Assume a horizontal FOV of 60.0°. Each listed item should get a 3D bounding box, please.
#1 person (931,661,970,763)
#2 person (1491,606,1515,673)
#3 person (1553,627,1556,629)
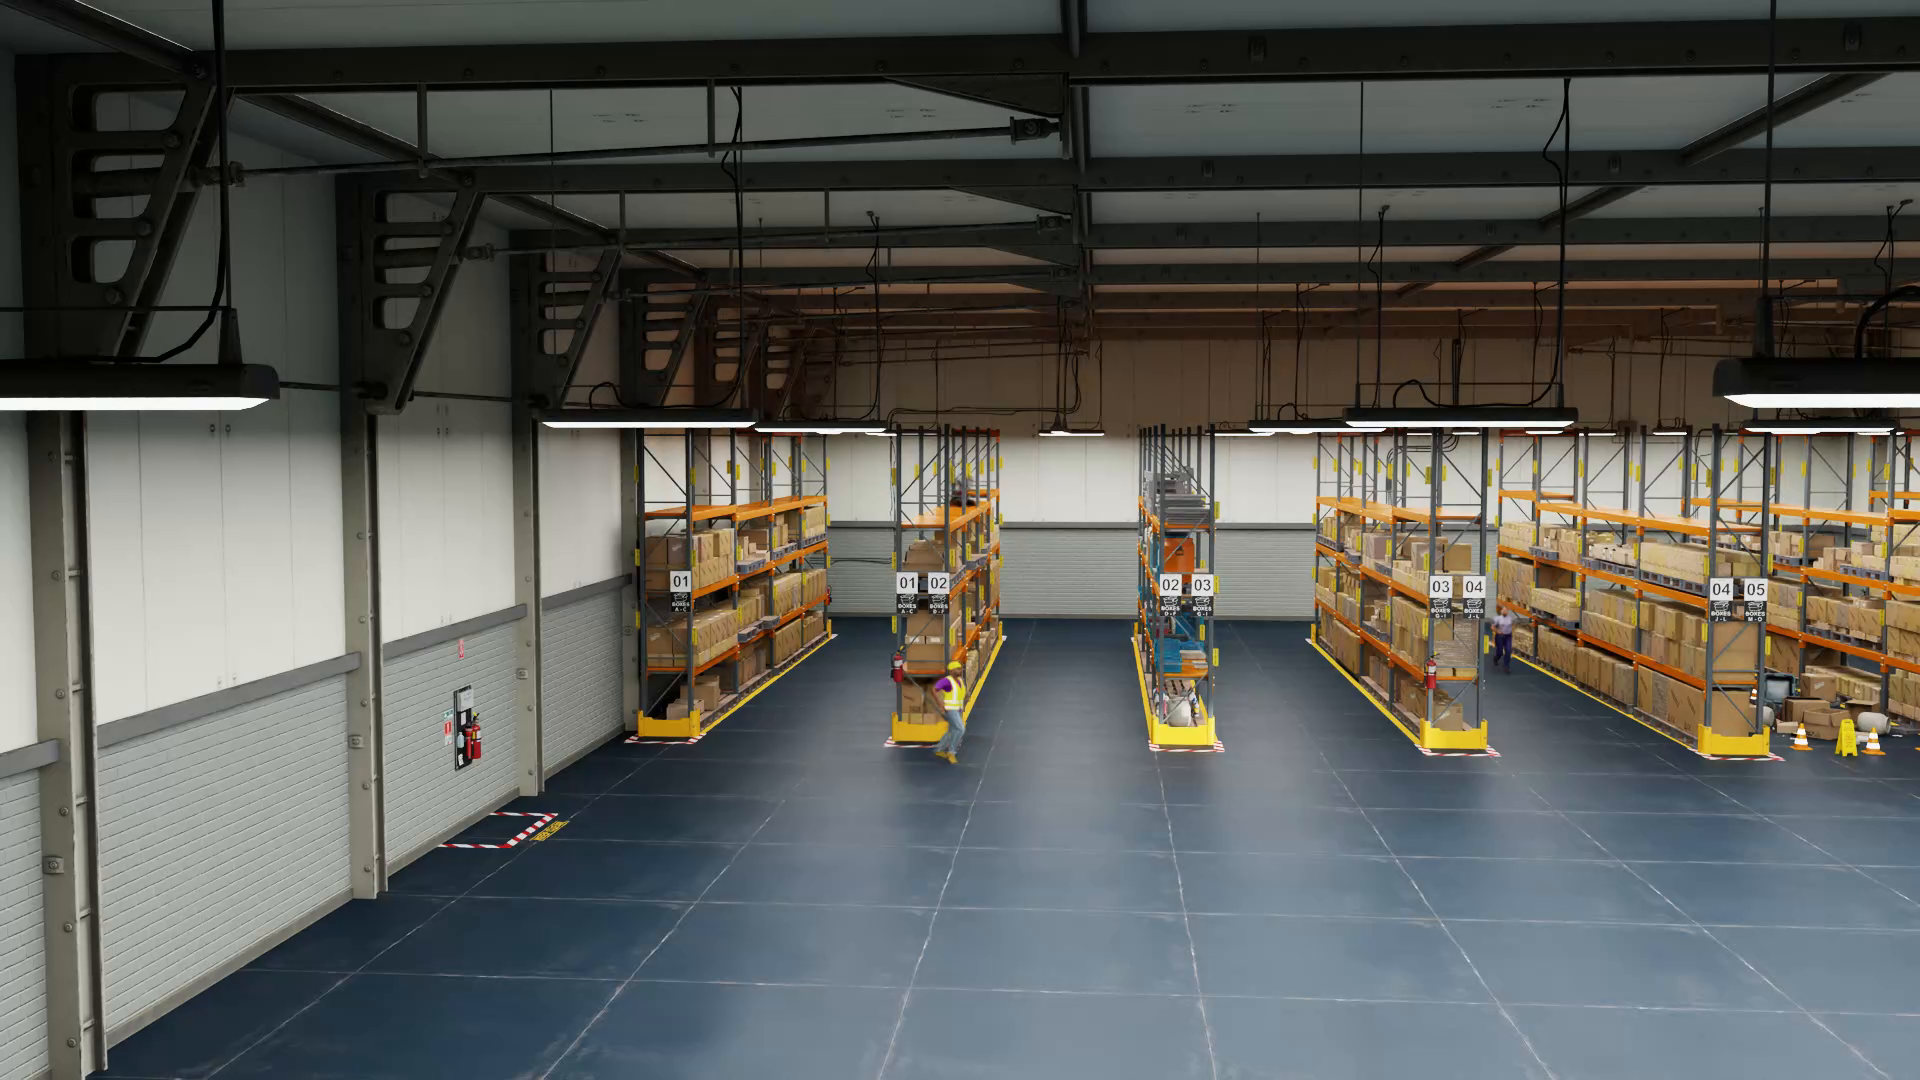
[{"bbox_3d":[-0.129,3.067,29.624,0.653,1.807,0.708,2,4,25],"label":"person"},{"bbox_3d":[13.328,2.417,40.757,0.621,1.615,0.860,0,3,0],"label":"person"},{"bbox_3d":[16.790,2.091,46.883,0.811,1.671,0.523,-3,4,-39],"label":"person"}]
